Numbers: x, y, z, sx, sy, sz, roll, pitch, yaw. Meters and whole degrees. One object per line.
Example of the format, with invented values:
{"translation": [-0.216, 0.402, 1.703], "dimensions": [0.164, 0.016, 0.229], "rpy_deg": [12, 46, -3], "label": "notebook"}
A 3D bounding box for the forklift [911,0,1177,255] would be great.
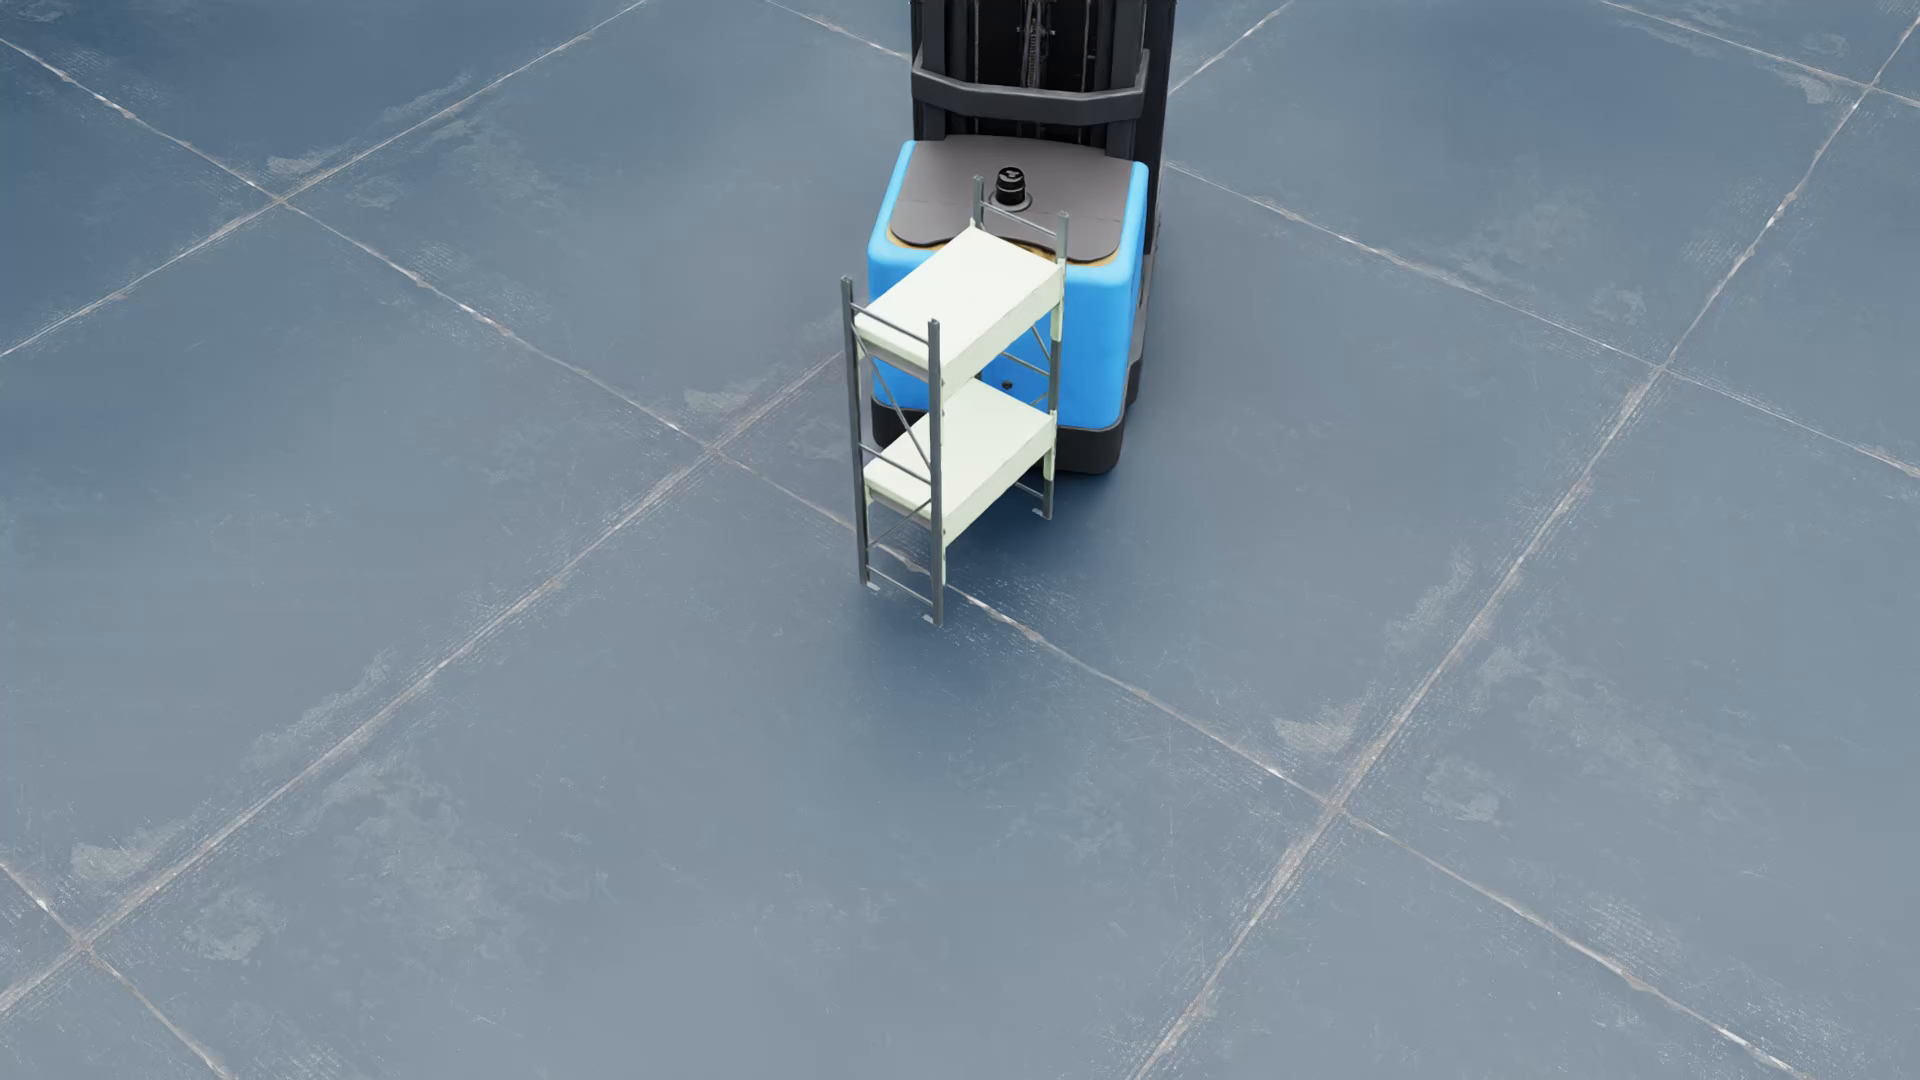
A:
{"translation": [0.454, -2.607, 7.351], "dimensions": [1.118, 2.733, 2.170], "rpy_deg": [7, 47, 7], "label": "forklift"}

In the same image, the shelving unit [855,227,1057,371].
{"translation": [-0.009, -0.839, 5.790], "dimensions": [0.368, 0.052, 0.686], "rpy_deg": [29, 53, 25], "label": "shelving unit"}

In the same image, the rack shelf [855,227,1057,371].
{"translation": [-0.009, -0.839, 5.790], "dimensions": [0.368, 0.052, 0.686], "rpy_deg": [29, 53, 25], "label": "rack shelf"}
